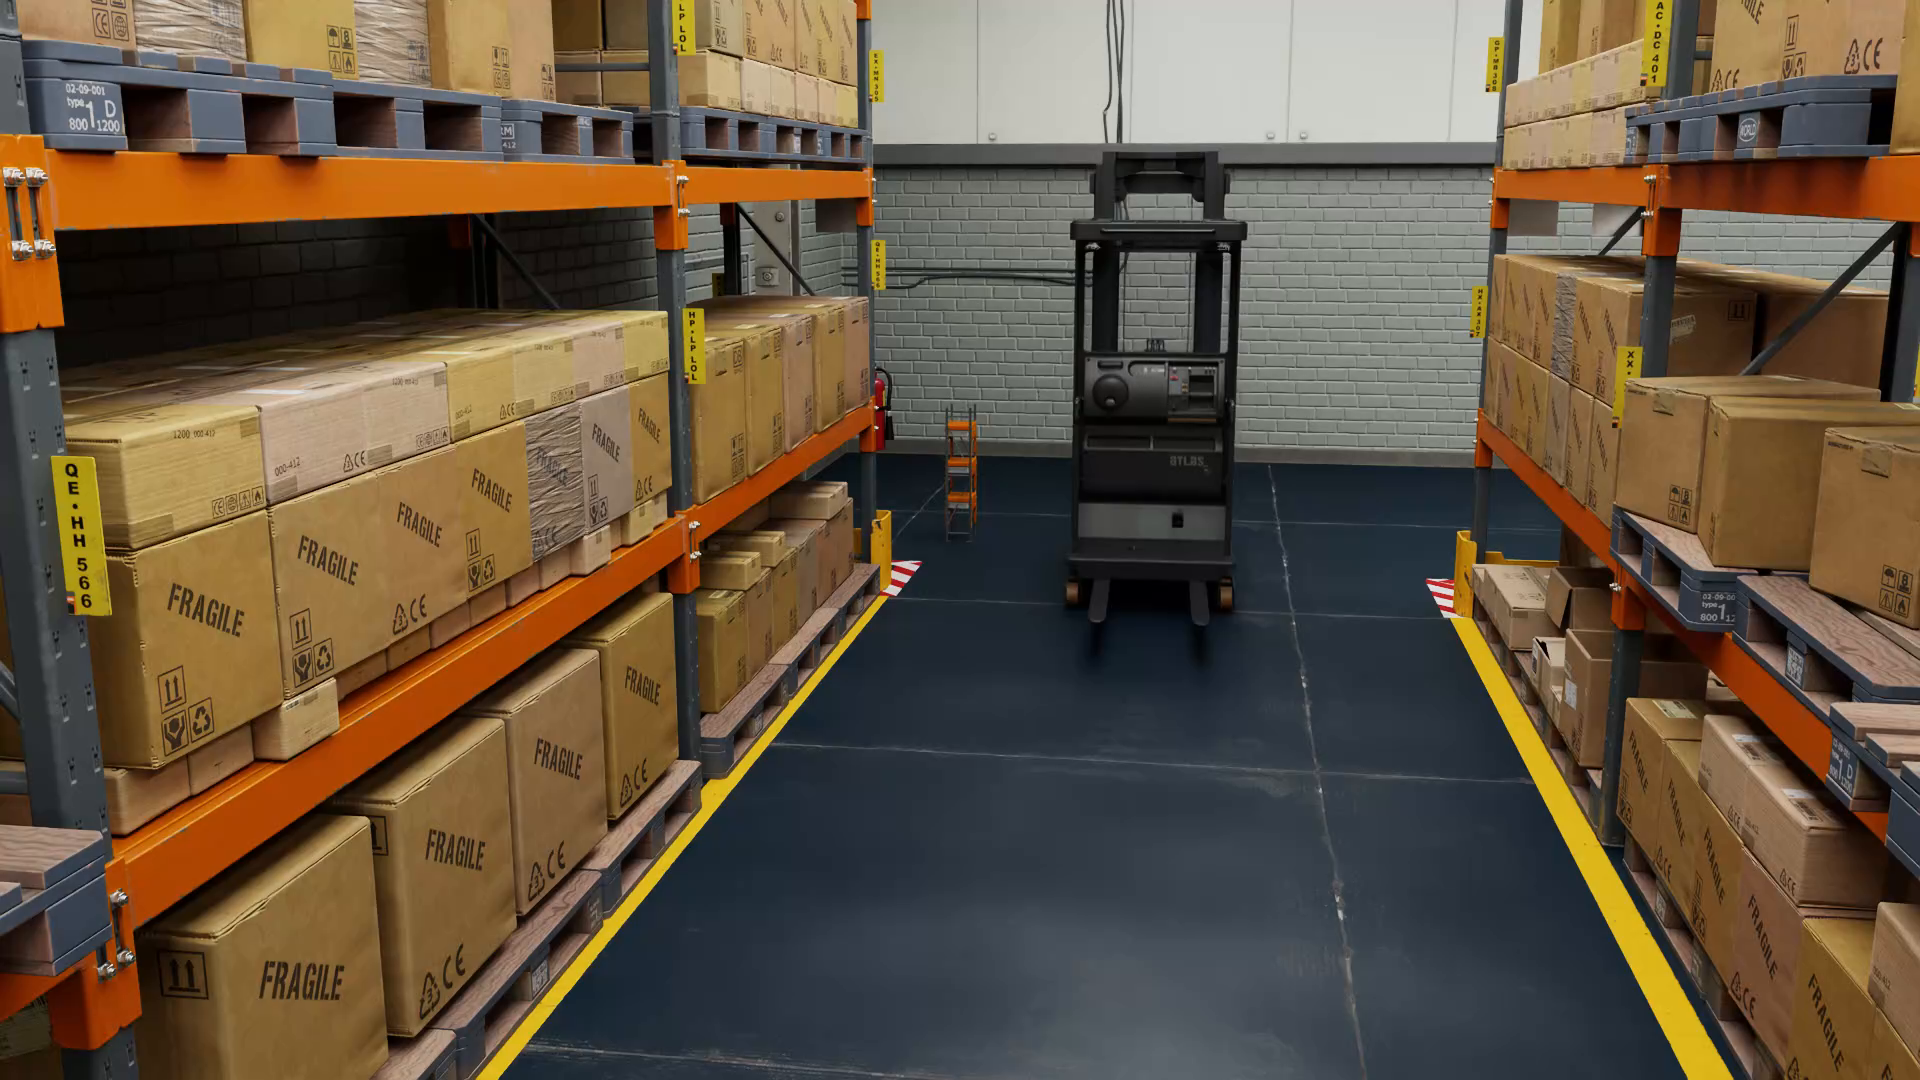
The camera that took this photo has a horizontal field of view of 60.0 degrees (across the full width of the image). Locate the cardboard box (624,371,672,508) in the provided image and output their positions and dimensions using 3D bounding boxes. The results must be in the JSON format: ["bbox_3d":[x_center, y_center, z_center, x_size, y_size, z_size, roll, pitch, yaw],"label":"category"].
[{"bbox_3d":[-1.514,-0.428,6.866,0.500,0.500,0.500,2,12,8],"label":"cardboard box"}]

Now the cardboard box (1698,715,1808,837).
[{"bbox_3d":[2.734,0.773,5.394,0.500,0.250,0.500,2,12,9],"label":"cardboard box"}]

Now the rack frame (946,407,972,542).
[{"bbox_3d":[-0.011,-0.499,12.817,0.200,1.050,0.008,2,12,9],"label":"rack frame"}]

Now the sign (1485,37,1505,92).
[{"bbox_3d":[3.282,-2.912,10.190,0.100,0.325,0.005,2,12,9],"label":"sign"}]

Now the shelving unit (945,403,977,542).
[{"bbox_3d":[0.008,-0.524,12.934,0.215,1.050,0.252,2,12,9],"label":"shelving unit"}]

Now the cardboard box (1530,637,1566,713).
[{"bbox_3d":[3.126,0.647,8.207,0.500,0.311,0.500,2,12,9],"label":"cardboard box"}]

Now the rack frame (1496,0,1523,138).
[{"bbox_3d":[3.818,-3.933,9.885,1.000,3.000,0.127,2,12,9],"label":"rack frame"}]

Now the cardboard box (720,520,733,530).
[{"bbox_3d":[-1.497,-0.028,9.399,0.380,0.149,0.250,2,12,8],"label":"cardboard box"}]

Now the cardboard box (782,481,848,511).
[{"bbox_3d":[-0.926,-0.279,10.566,0.380,0.149,0.250,2,12,8],"label":"cardboard box"}]

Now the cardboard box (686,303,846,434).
[{"bbox_3d":[-1.247,-1.049,10.028,0.980,0.700,0.700,2,12,8],"label":"cardboard box"}]

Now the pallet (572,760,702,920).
[{"bbox_3d":[-1.737,1.198,6.931,1.003,0.211,1.213,2,12,9],"label":"pallet"}]

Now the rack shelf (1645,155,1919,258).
[{"bbox_3d":[2.895,-0.866,4.481,1.077,0.370,4.000,2,12,9],"label":"rack shelf"}]

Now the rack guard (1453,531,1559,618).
[{"bbox_3d":[3.806,0.237,10.707,1.175,0.500,0.348,2,12,9],"label":"rack guard"}]

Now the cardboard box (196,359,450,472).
[{"bbox_3d":[-1.828,-0.368,4.810,0.500,0.250,0.500,2,12,9],"label":"cardboard box"}]

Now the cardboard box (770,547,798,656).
[{"bbox_3d":[-1.314,0.325,9.300,0.700,0.500,0.500,2,12,10],"label":"cardboard box"}]

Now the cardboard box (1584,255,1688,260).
[{"bbox_3d":[4.021,-1.437,9.930,0.500,0.500,0.500,2,12,8],"label":"cardboard box"}]

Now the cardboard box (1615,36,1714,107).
[{"bbox_3d":[3.009,-1.915,6.811,0.500,0.250,0.500,2,12,9],"label":"cardboard box"}]

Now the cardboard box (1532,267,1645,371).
[{"bbox_3d":[3.257,-1.136,8.532,0.500,0.500,0.500,2,12,8],"label":"cardboard box"}]

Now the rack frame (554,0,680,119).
[{"bbox_3d":[-1.692,-3.260,6.762,1.000,3.000,0.127,2,12,9],"label":"rack frame"}]

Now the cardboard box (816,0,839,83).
[{"bbox_3d":[-1.008,-2.909,9.594,0.500,0.500,0.500,2,12,10],"label":"cardboard box"}]

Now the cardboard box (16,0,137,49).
[{"bbox_3d":[-2.291,-1.326,3.626,0.700,0.500,0.500,1,12,4],"label":"cardboard box"}]

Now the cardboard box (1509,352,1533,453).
[{"bbox_3d":[3.335,-0.754,9.134,0.500,0.500,0.500,2,12,8],"label":"cardboard box"}]

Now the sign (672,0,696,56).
[{"bbox_3d":[-1.155,-2.185,6.918,0.100,0.325,0.005,2,12,9],"label":"sign"}]

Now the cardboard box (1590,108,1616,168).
[{"bbox_3d":[3.102,-1.775,7.344,0.500,0.250,0.500,2,12,9],"label":"cardboard box"}]

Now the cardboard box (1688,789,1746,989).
[{"bbox_3d":[2.732,1.147,5.441,0.500,0.500,0.500,2,12,9],"label":"cardboard box"}]

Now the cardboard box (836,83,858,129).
[{"bbox_3d":[-0.928,-2.647,10.156,0.500,0.250,0.500,2,12,10],"label":"cardboard box"}]

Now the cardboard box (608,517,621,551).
[{"bbox_3d":[-1.564,-0.029,6.559,0.380,0.149,0.250,2,12,10],"label":"cardboard box"}]

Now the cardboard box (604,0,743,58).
[{"bbox_3d":[-1.306,-2.481,7.607,0.500,0.500,0.500,2,12,8],"label":"cardboard box"}]

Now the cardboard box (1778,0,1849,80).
[{"bbox_3d":[2.972,-1.695,5.147,0.600,0.600,0.600,2,12,8],"label":"cardboard box"}]

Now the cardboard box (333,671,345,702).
[{"bbox_3d":[-1.939,0.396,4.585,0.380,0.149,0.250,2,12,8],"label":"cardboard box"}]

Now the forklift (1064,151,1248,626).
[{"bbox_3d":[1.275,-1.047,10.894,1.130,2.935,3.031,1,12,7],"label":"forklift"}]

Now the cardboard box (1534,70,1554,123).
[{"bbox_3d":[3.328,-2.331,8.741,0.500,0.250,0.500,2,12,9],"label":"cardboard box"}]

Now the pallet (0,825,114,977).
[{"bbox_3d":[-2.312,0.750,2.846,1.213,0.211,1.003,2,12,9],"label":"pallet"}]

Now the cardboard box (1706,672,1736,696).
[{"bbox_3d":[3.604,0.741,8.115,0.380,0.166,0.250,2,12,9],"label":"cardboard box"}]

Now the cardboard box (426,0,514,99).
[{"bbox_3d":[-1.958,-1.760,5.640,0.700,0.500,0.500,2,12,8],"label":"cardboard box"}]

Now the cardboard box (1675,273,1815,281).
[{"bbox_3d":[3.712,-1.009,7.945,0.500,0.500,0.500,2,12,7],"label":"cardboard box"}]

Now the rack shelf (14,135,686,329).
[{"bbox_3d":[-2.000,-1.026,5.222,1.077,0.370,4.000,2,12,9],"label":"rack shelf"}]

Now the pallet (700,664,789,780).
[{"bbox_3d":[-1.498,0.880,8.411,1.003,0.211,1.213,2,12,9],"label":"pallet"}]

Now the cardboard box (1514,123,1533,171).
[{"bbox_3d":[3.398,-2.191,9.277,0.500,0.250,0.500,2,12,9],"label":"cardboard box"}]

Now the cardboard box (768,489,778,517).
[{"bbox_3d":[-1.341,-0.239,10.379,0.380,0.149,0.250,2,12,9],"label":"cardboard box"}]

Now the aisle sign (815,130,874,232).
[{"bbox_3d":[-0.770,-2.436,11.008,0.394,0.787,0.004,2,12,9],"label":"aisle sign"}]

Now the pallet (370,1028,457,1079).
[{"bbox_3d":[-2.112,1.706,4.574,1.003,0.211,1.213,2,12,9],"label":"pallet"}]

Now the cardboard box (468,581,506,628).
[{"bbox_3d":[-1.756,0.183,5.574,0.380,0.149,0.250,2,12,10],"label":"cardboard box"}]

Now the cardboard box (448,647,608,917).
[{"bbox_3d":[-1.798,0.842,6.070,0.750,0.750,0.750,2,12,10],"label":"cardboard box"}]

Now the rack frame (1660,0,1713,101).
[{"bbox_3d":[3.203,-3.101,6.021,1.000,3.000,0.127,2,12,9],"label":"rack frame"}]

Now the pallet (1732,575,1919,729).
[{"bbox_3d":[2.882,0.353,4.689,1.003,0.211,1.213,2,12,9],"label":"pallet"}]

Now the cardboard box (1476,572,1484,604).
[{"bbox_3d":[3.376,0.297,10.175,0.380,0.166,0.250,2,12,9],"label":"cardboard box"}]

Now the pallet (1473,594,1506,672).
[{"bbox_3d":[3.685,0.544,9.967,1.003,0.211,1.213,2,12,9],"label":"pallet"}]

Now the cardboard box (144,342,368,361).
[{"bbox_3d":[-2.251,-0.489,5.371,0.500,0.250,0.500,2,12,7],"label":"cardboard box"}]

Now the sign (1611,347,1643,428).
[{"bbox_3d":[2.666,-0.607,6.636,0.100,0.325,0.005,2,12,9],"label":"sign"}]

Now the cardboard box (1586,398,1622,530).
[{"bbox_3d":[3.026,-0.329,7.164,0.500,0.500,0.500,2,12,10],"label":"cardboard box"}]

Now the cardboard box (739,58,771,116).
[{"bbox_3d":[-1.233,-2.216,8.157,0.500,0.250,0.500,2,12,7],"label":"cardboard box"}]

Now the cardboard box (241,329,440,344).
[{"bbox_3d":[-2.167,-0.597,5.875,0.500,0.250,0.500,1,12,7],"label":"cardboard box"}]

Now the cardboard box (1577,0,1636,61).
[{"bbox_3d":[3.454,-2.587,8.148,0.700,0.500,0.500,2,12,9],"label":"cardboard box"}]

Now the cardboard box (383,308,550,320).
[{"bbox_3d":[-2.021,-0.811,6.866,0.500,0.250,0.500,2,12,10],"label":"cardboard box"}]

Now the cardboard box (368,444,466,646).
[{"bbox_3d":[-1.813,-0.004,4.901,0.500,0.500,0.500,2,12,8],"label":"cardboard box"}]
